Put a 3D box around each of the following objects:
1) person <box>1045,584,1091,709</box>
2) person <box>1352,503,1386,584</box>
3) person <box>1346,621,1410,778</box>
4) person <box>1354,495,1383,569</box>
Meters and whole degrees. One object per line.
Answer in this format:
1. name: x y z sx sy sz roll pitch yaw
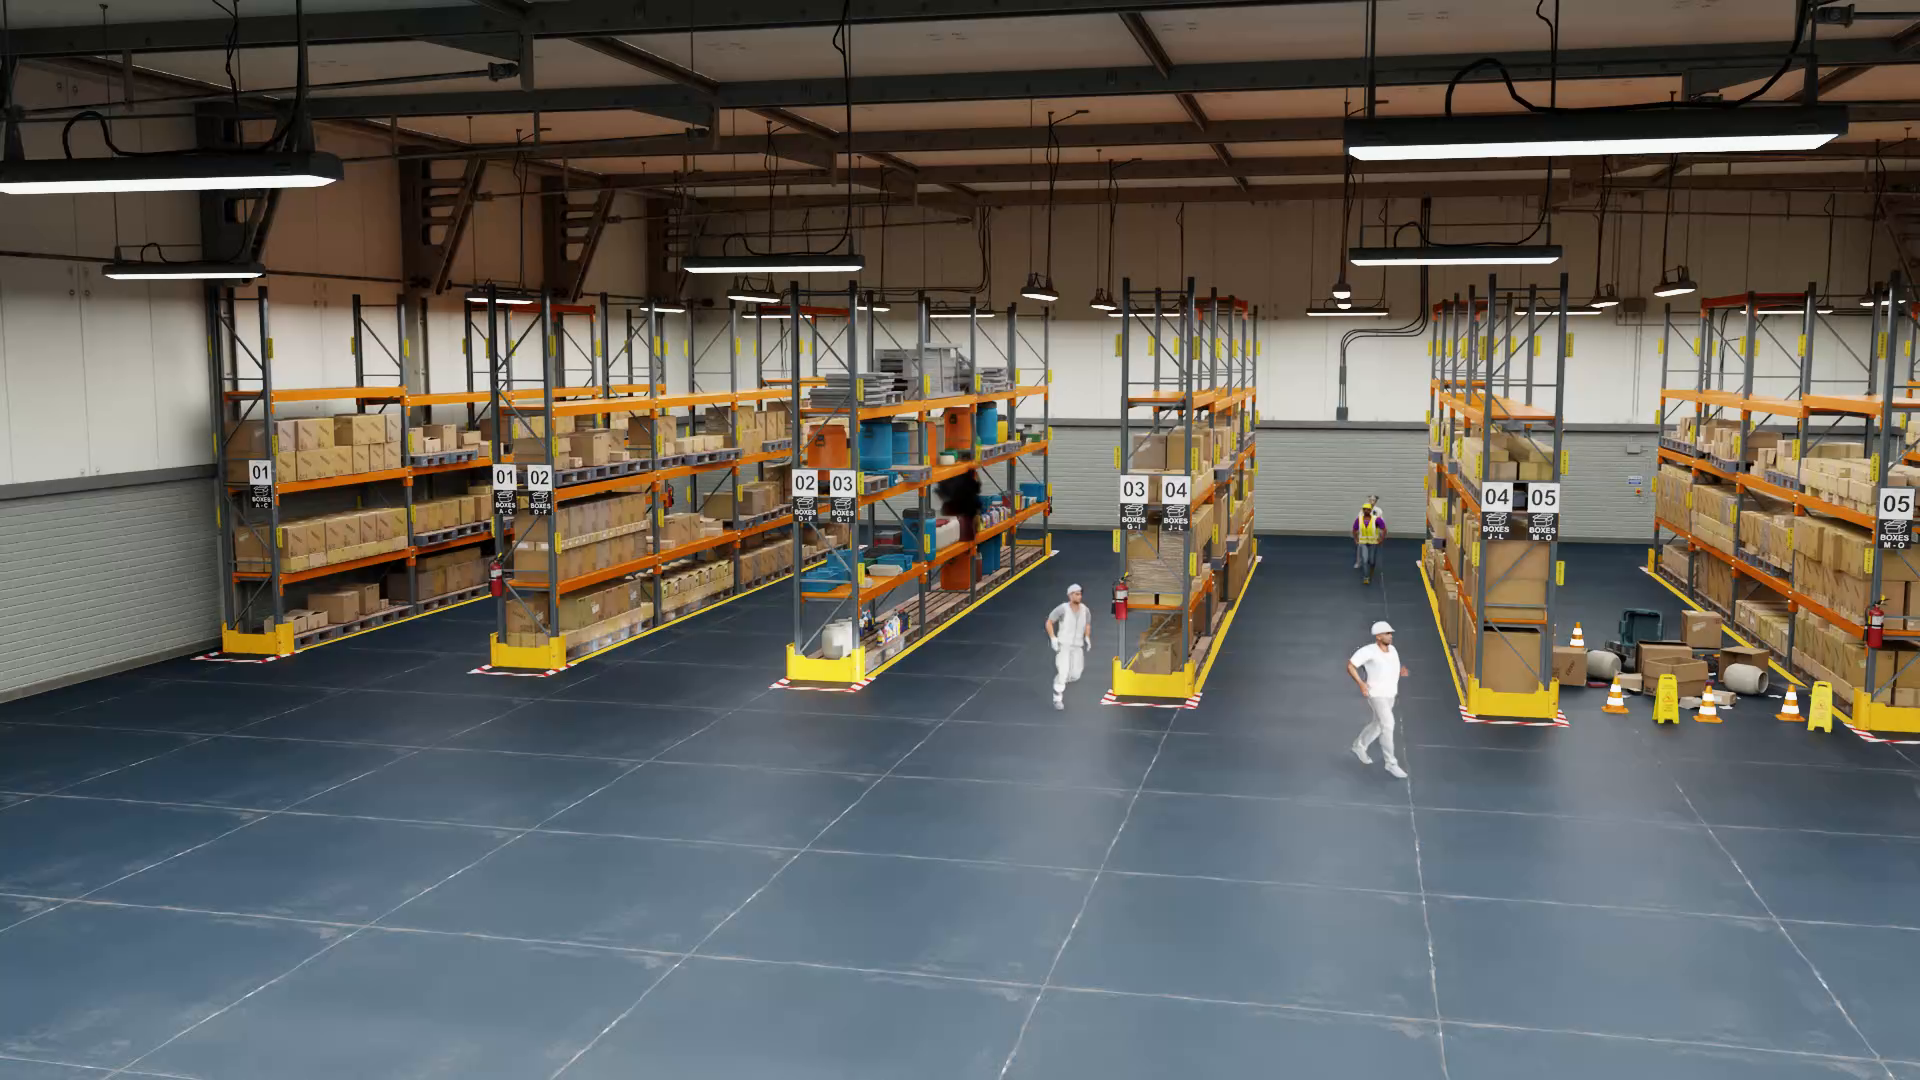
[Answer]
1. person: 1.542 1.480 23.377 0.702 1.730 0.547 -2 7 -19
2. person: 8.719 0.076 35.465 0.707 1.742 0.667 3 7 23
3. person: 4.986 1.845 19.675 0.685 1.782 0.868 -6 9 -41
4. person: 9.427 -0.197 38.190 0.610 1.733 0.751 3 7 24
